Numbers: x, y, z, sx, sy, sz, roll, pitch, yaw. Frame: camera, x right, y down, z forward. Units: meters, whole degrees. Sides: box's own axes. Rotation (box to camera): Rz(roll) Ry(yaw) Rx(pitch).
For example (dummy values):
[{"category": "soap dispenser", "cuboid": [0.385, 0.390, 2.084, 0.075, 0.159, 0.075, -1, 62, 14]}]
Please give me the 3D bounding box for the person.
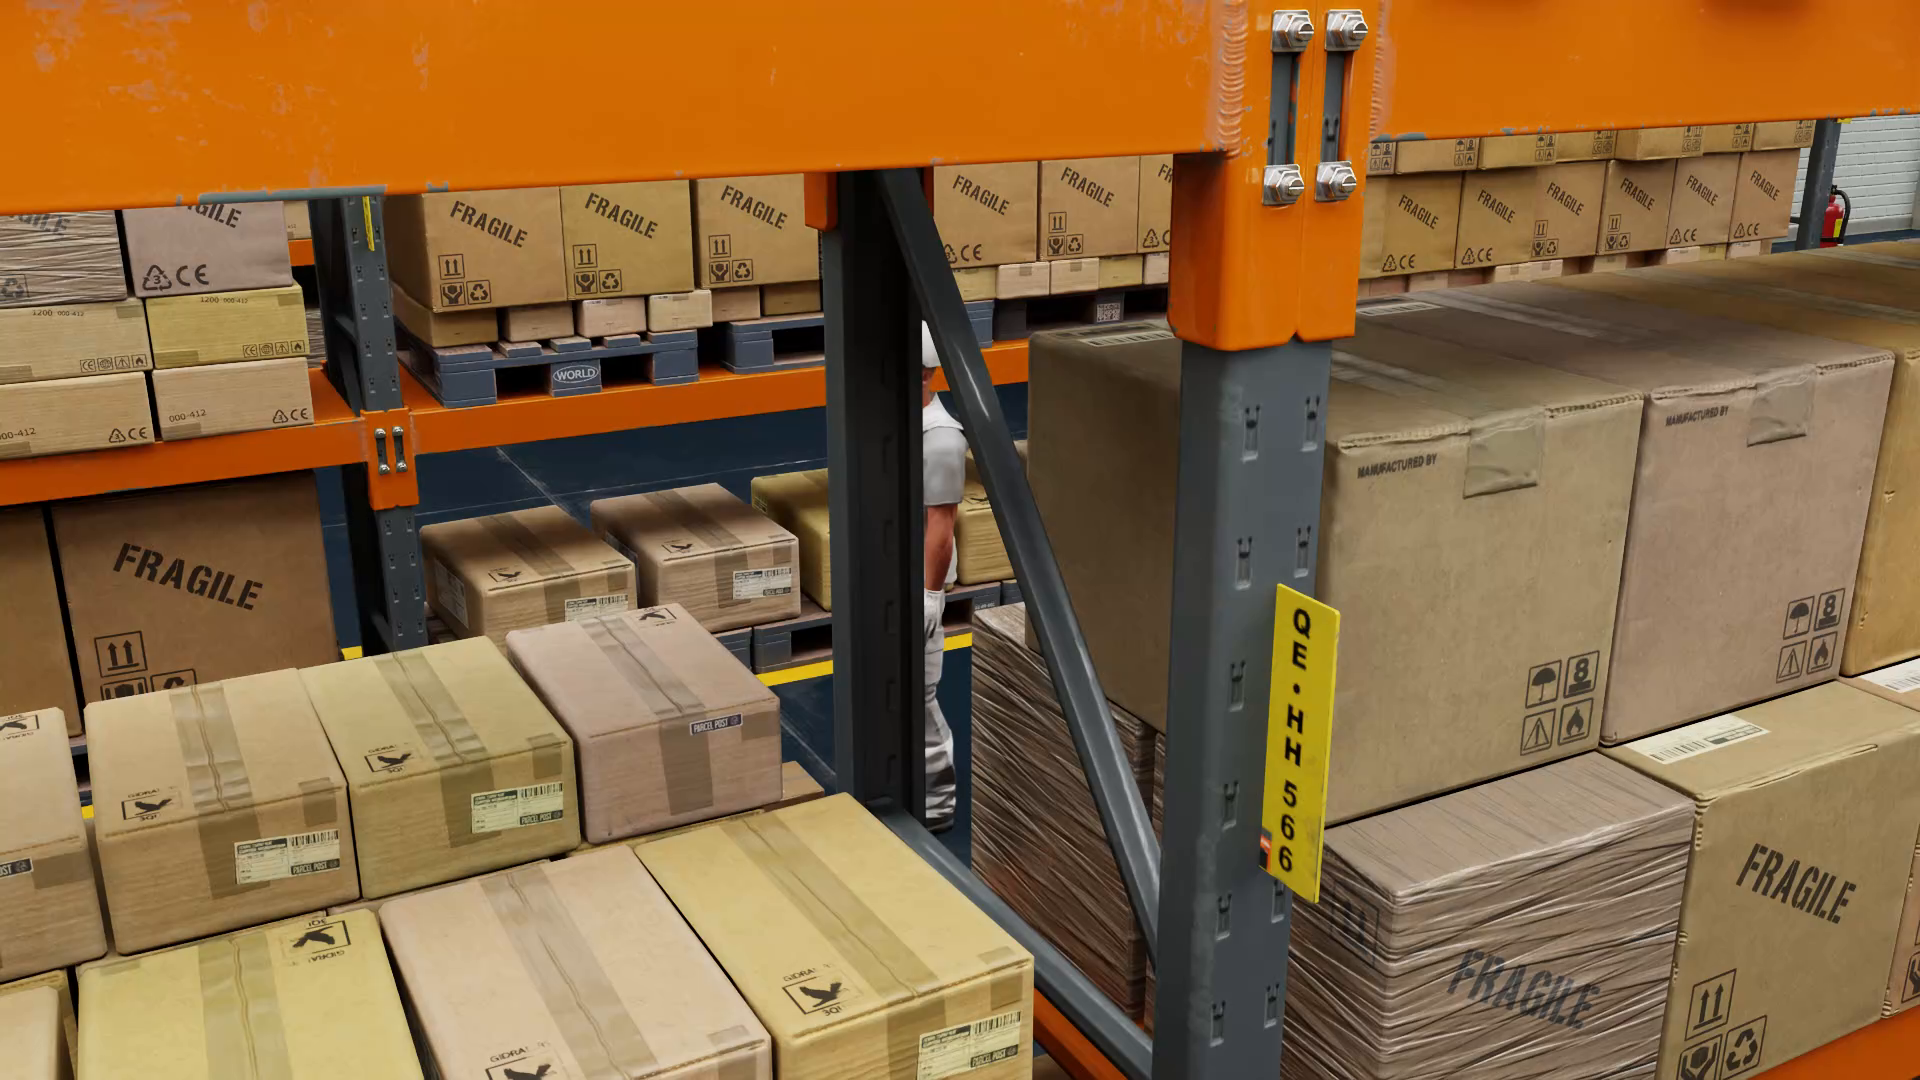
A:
[{"category": "person", "cuboid": [-0.186, 0.148, 5.598, 0.341, 1.800, 0.524, -9, 20, -25]}]
